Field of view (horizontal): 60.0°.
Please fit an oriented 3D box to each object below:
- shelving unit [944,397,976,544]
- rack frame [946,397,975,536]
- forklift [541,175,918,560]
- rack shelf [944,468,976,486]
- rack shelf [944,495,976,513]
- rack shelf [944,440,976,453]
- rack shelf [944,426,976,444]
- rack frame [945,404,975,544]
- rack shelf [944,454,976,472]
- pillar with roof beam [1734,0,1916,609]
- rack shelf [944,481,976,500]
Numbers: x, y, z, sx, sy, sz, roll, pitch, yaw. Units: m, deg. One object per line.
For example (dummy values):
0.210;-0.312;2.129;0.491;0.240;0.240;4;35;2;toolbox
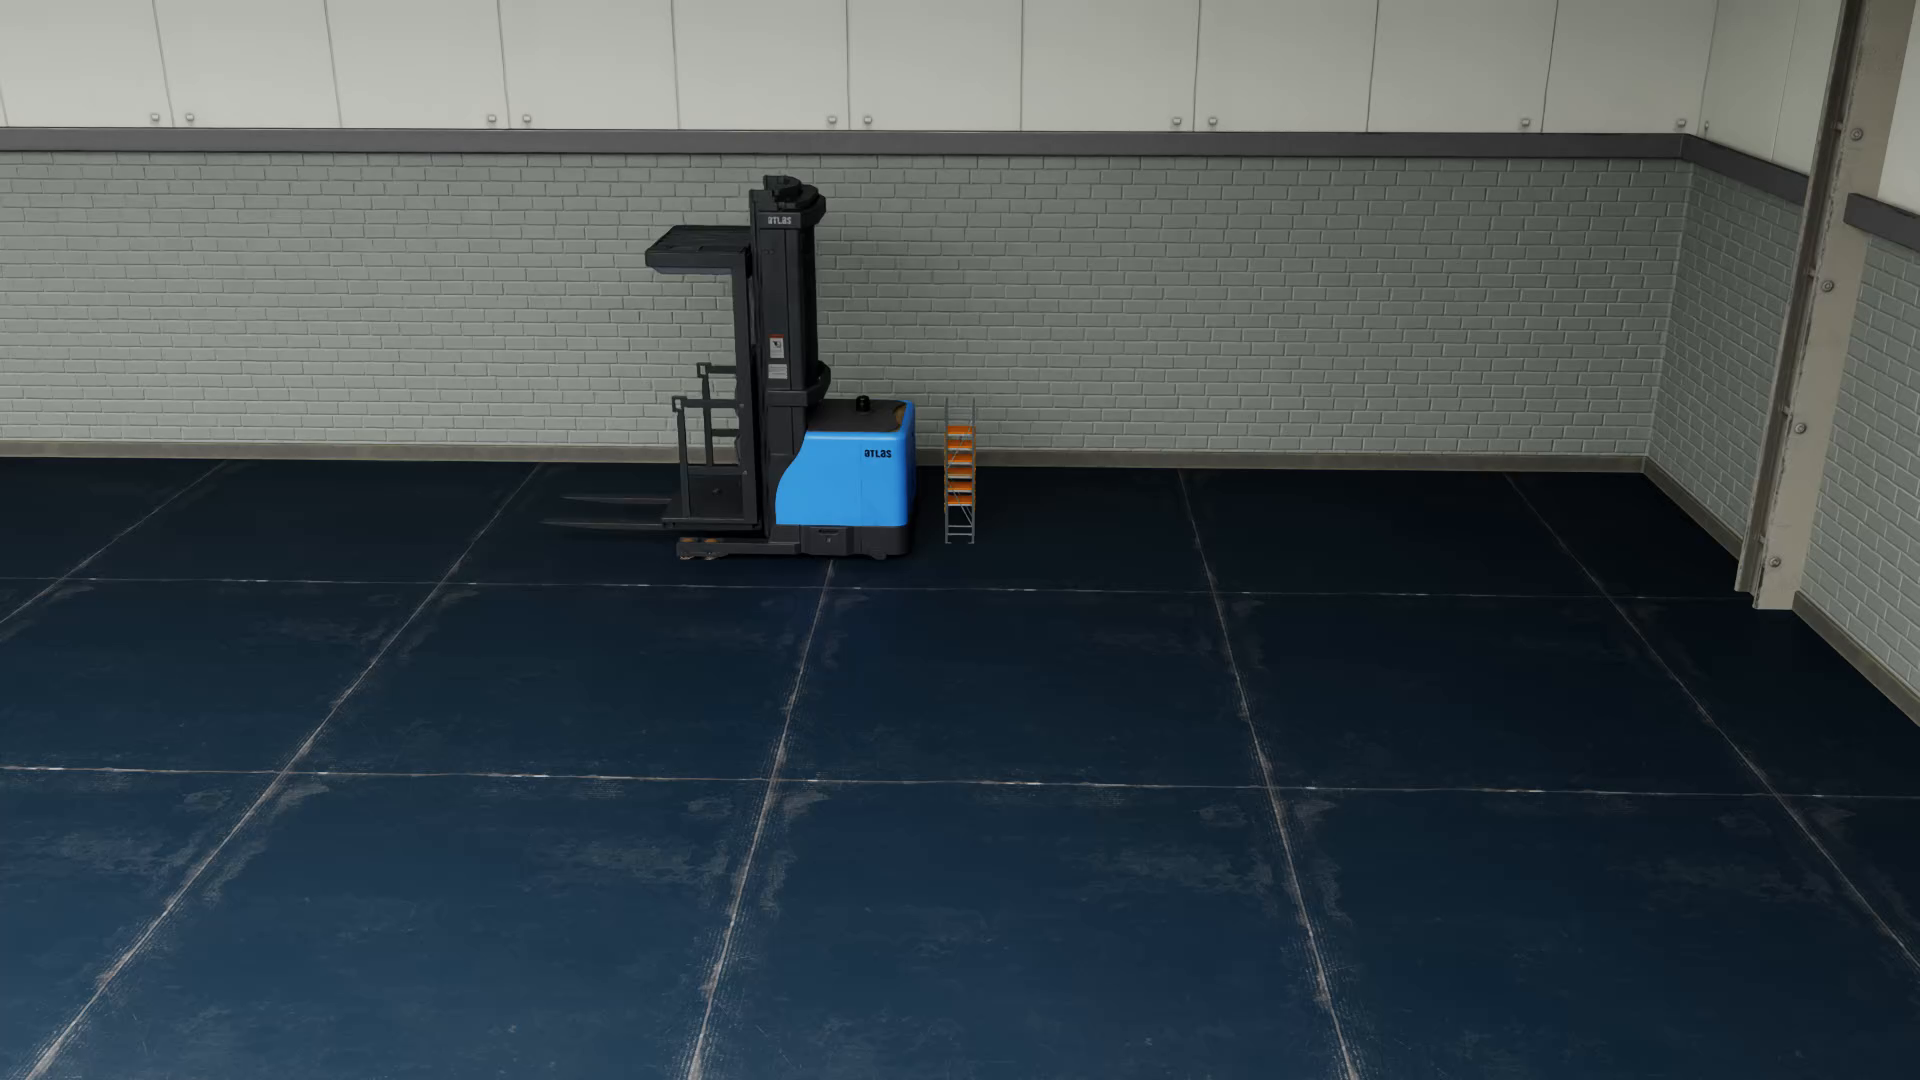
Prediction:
0.000;-0.565;13.619;0.258;1.200;0.189;1;21;2;shelving unit
0.003;-0.598;13.704;0.240;1.200;0.006;1;21;2;rack frame
-1.896;-1.395;13.364;3.031;2.935;1.130;1;21;3;forklift
0.000;-0.523;13.635;0.258;0.103;0.180;1;21;2;rack shelf
0.000;-0.299;13.722;0.258;0.103;0.180;1;21;2;rack shelf
0.000;-0.747;13.548;0.258;0.103;0.180;1;21;2;rack shelf
0.000;-0.859;13.505;0.258;0.103;0.180;1;21;2;rack shelf
-0.002;-0.532;13.533;0.240;1.200;0.006;1;21;2;rack frame
0.000;-0.635;13.591;0.258;0.103;0.180;1;21;2;rack shelf
1.827;-3.795;11.162;9.100;9.000;0.400;1;21;2;pillar with roof beam
0.000;-0.411;13.678;0.258;0.103;0.180;1;21;2;rack shelf
